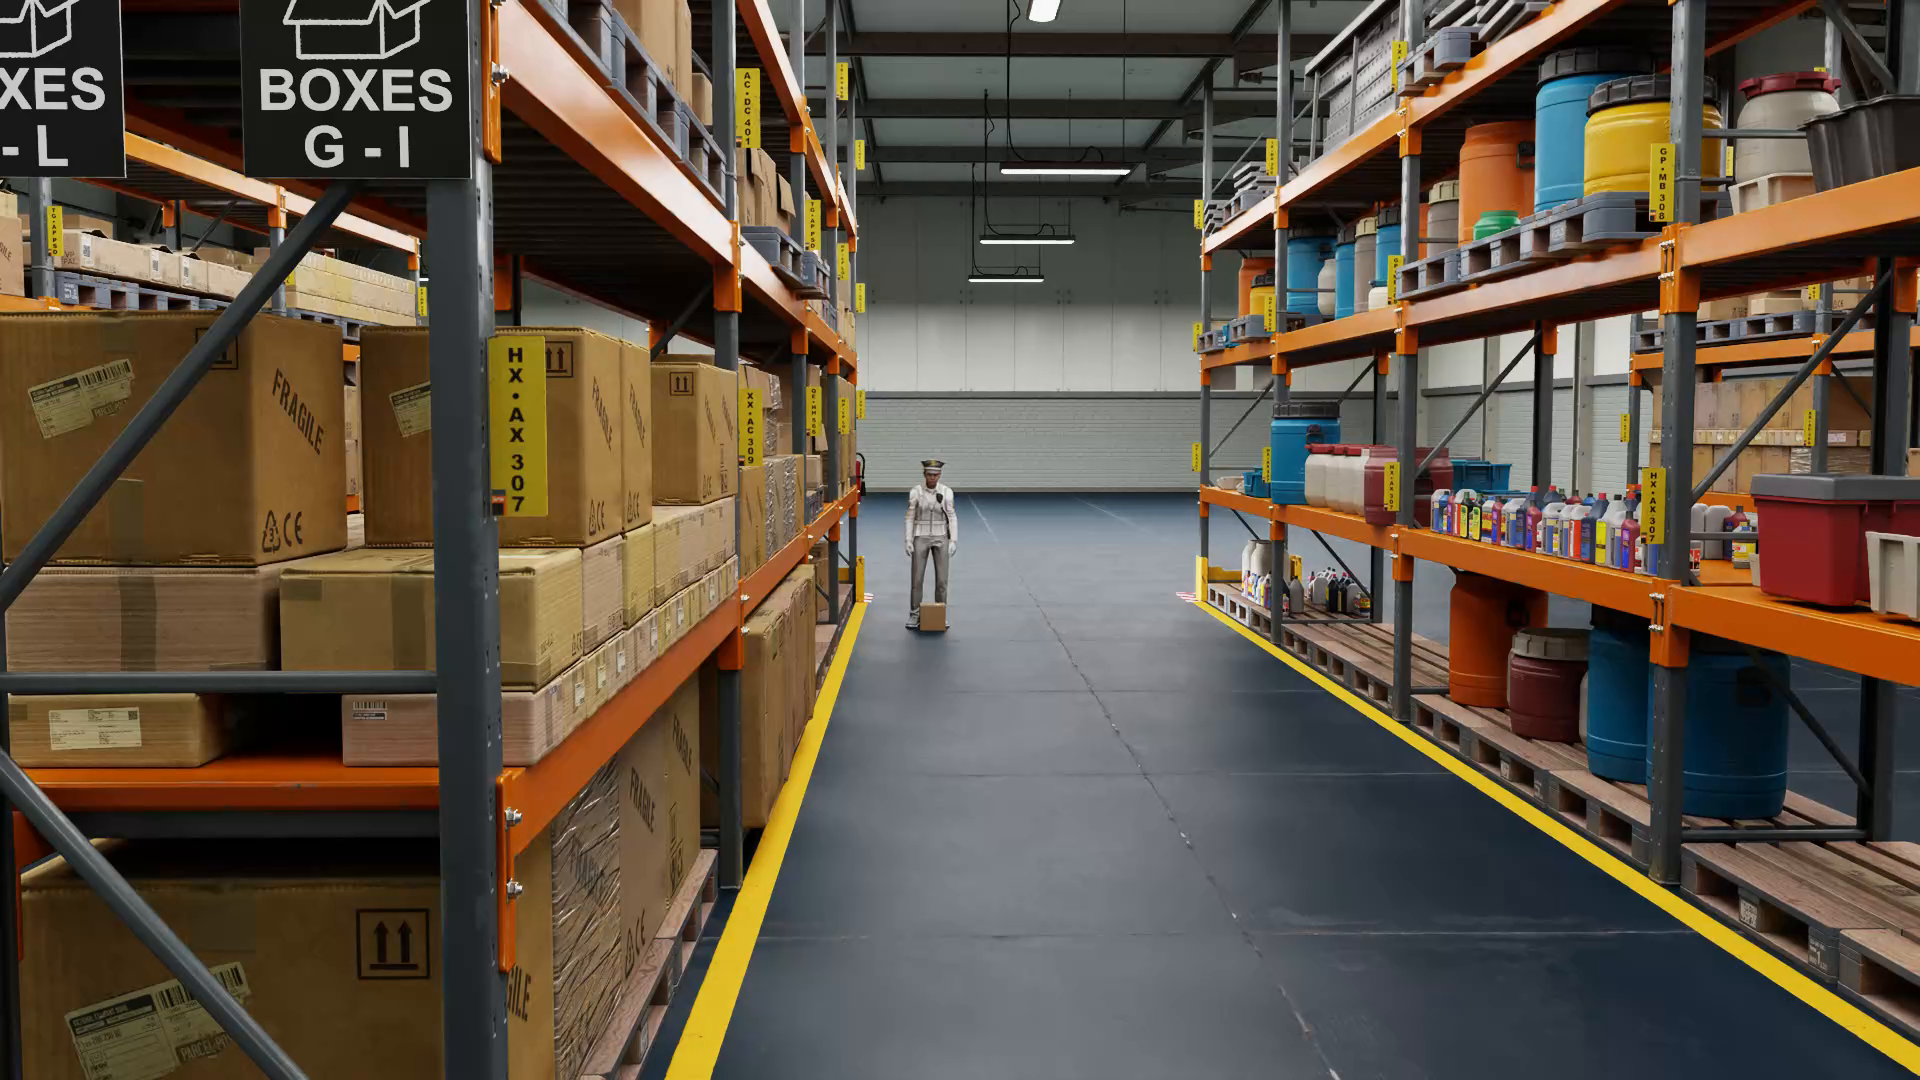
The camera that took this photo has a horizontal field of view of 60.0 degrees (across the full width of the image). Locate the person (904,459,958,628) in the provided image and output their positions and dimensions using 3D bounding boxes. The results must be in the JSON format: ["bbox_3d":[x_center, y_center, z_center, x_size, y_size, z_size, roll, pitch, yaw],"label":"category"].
[{"bbox_3d":[-0.288,0.031,16.496,0.529,1.664,0.372,0,4,-1],"label":"person"}]
